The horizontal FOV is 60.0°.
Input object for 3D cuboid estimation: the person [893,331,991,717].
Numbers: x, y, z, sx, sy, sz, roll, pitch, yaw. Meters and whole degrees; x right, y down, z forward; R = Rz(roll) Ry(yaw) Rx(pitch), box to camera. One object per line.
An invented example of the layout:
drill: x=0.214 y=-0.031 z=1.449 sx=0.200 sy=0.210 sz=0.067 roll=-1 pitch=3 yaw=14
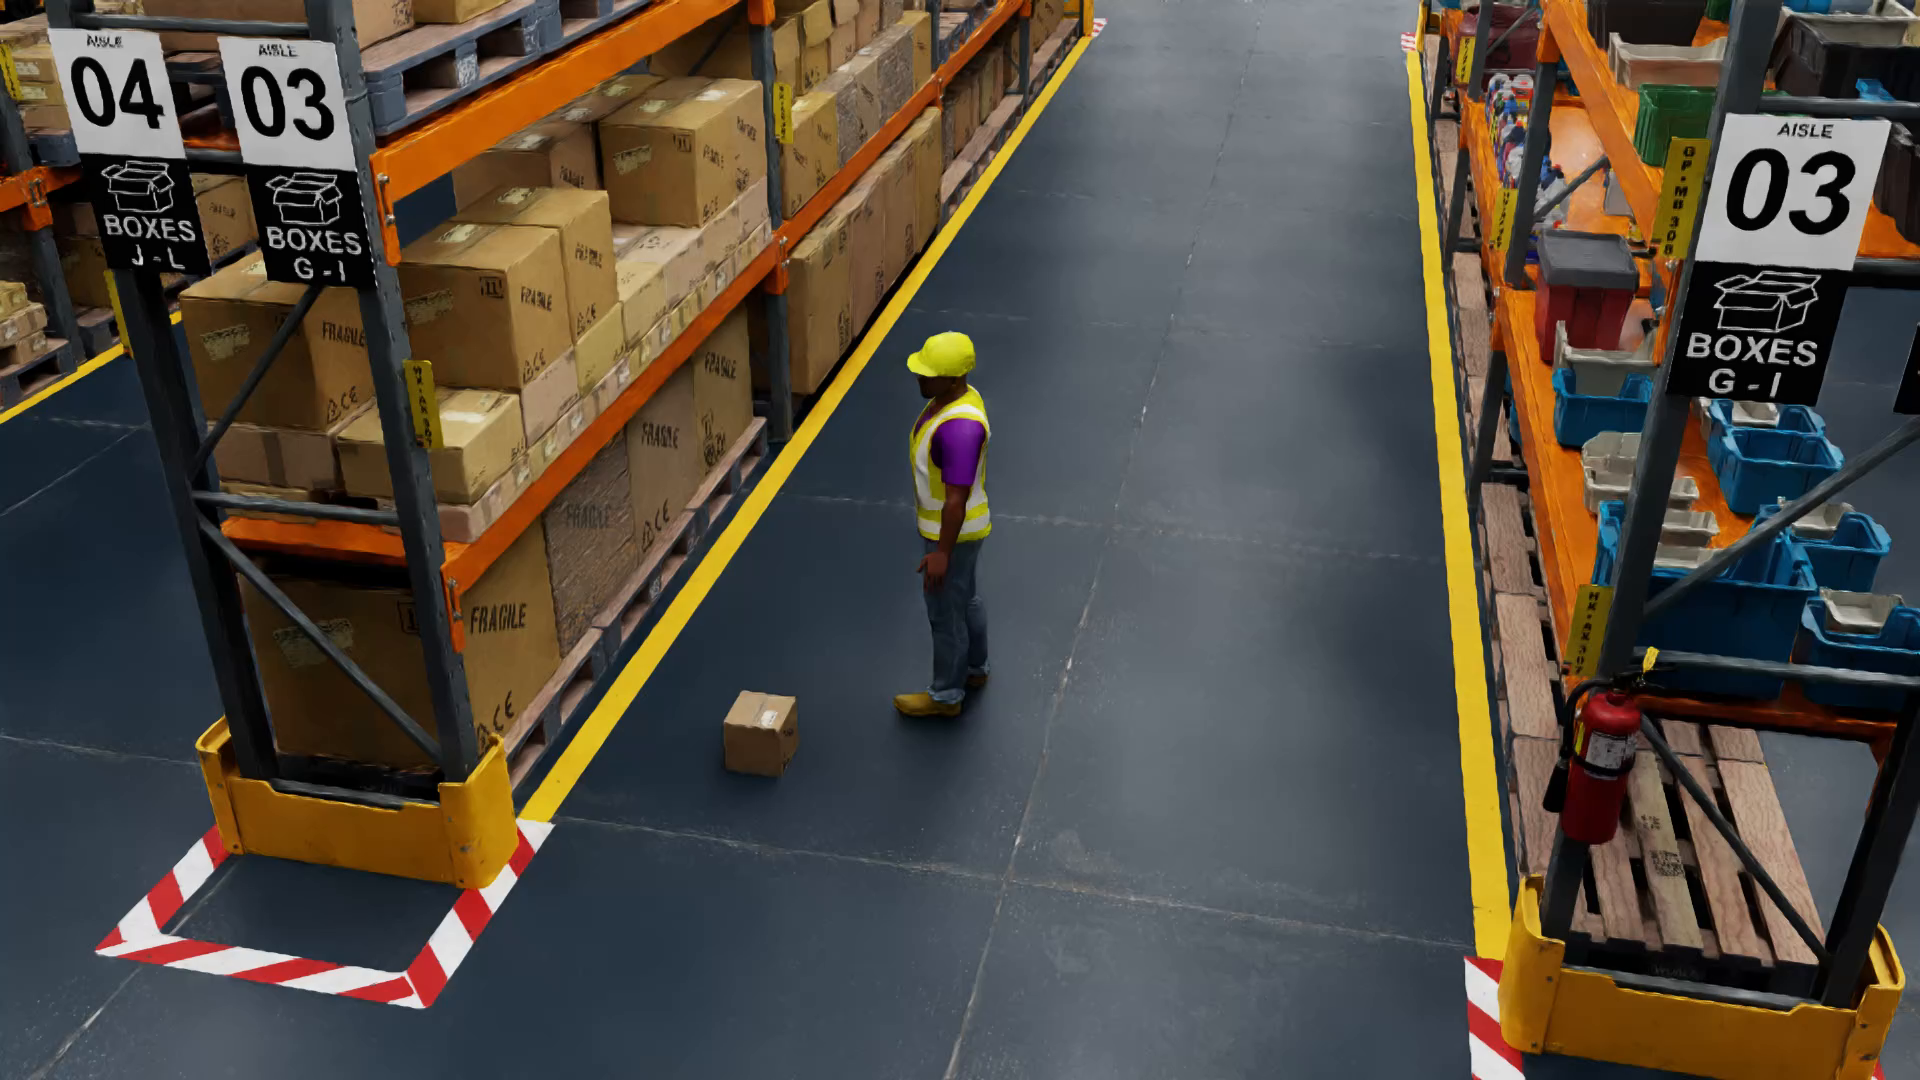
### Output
person: x=-0.083 y=-0.049 z=7.145 sx=0.445 sy=1.763 sz=0.690 roll=-1 pitch=29 yaw=-2
